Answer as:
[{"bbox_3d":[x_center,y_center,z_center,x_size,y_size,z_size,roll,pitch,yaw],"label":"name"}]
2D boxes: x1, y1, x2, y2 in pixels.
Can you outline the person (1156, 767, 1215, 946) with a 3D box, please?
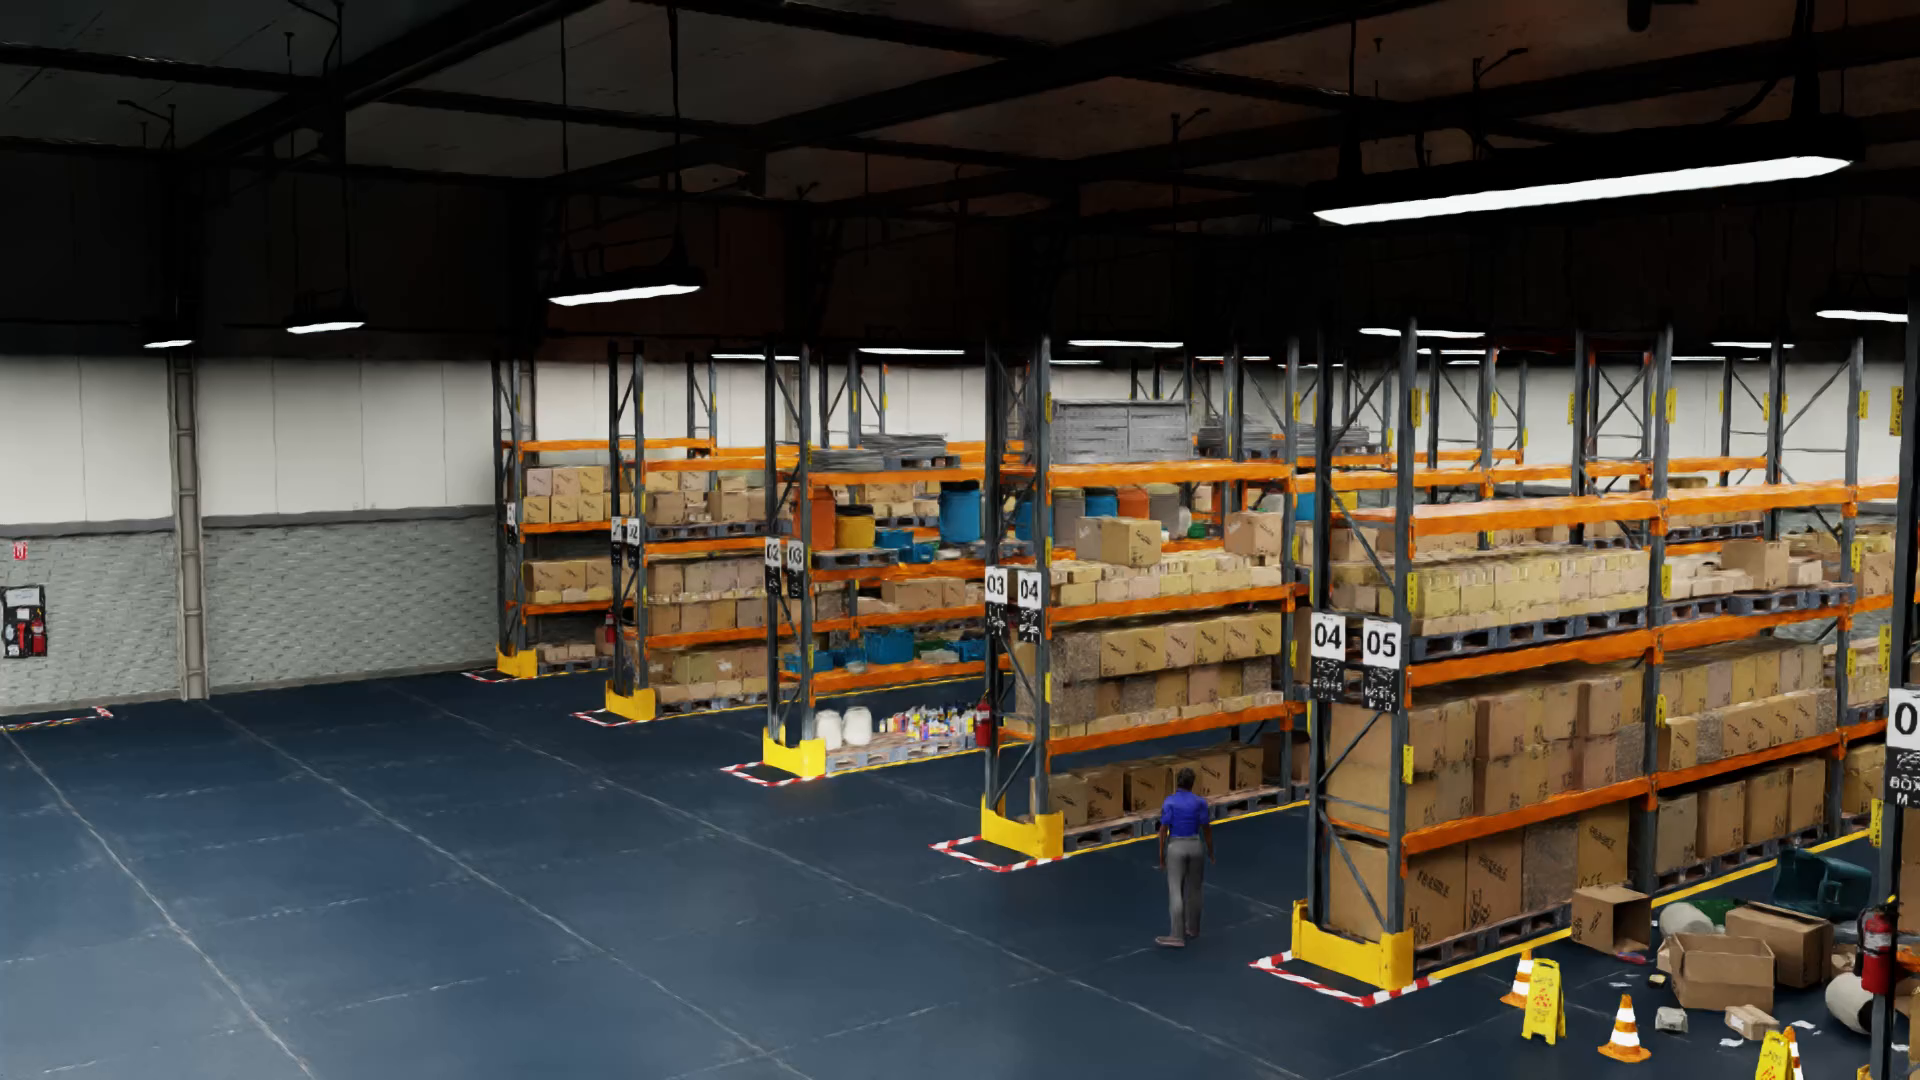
[{"bbox_3d":[2.118,2.951,15.688,0.588,1.650,0.556,-1,5,-11],"label":"person"}]
